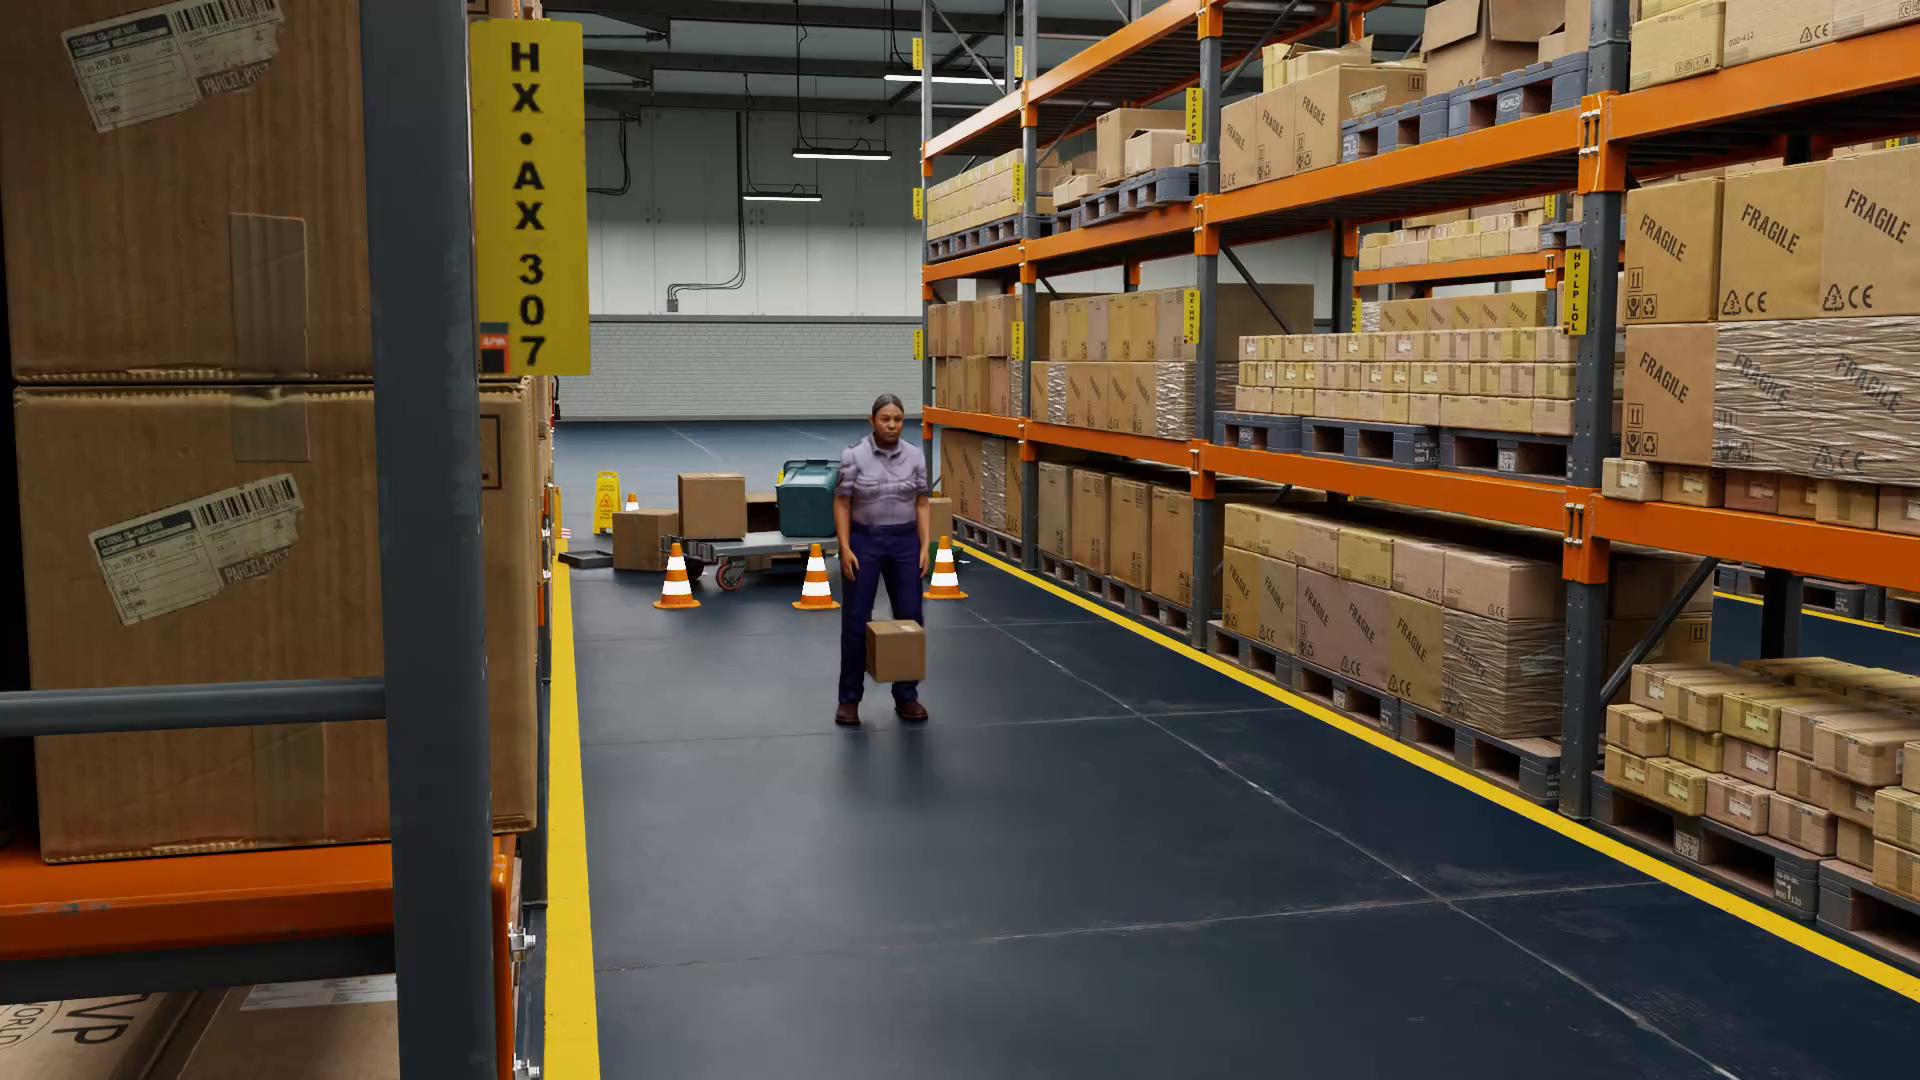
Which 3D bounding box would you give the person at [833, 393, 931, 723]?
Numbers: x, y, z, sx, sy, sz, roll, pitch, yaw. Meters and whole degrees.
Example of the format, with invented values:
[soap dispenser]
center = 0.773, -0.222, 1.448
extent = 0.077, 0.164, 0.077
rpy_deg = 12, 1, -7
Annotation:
[person]
center = -0.397, 0.082, 8.458
extent = 0.530, 1.654, 0.372
rpy_deg = -2, 6, -15
